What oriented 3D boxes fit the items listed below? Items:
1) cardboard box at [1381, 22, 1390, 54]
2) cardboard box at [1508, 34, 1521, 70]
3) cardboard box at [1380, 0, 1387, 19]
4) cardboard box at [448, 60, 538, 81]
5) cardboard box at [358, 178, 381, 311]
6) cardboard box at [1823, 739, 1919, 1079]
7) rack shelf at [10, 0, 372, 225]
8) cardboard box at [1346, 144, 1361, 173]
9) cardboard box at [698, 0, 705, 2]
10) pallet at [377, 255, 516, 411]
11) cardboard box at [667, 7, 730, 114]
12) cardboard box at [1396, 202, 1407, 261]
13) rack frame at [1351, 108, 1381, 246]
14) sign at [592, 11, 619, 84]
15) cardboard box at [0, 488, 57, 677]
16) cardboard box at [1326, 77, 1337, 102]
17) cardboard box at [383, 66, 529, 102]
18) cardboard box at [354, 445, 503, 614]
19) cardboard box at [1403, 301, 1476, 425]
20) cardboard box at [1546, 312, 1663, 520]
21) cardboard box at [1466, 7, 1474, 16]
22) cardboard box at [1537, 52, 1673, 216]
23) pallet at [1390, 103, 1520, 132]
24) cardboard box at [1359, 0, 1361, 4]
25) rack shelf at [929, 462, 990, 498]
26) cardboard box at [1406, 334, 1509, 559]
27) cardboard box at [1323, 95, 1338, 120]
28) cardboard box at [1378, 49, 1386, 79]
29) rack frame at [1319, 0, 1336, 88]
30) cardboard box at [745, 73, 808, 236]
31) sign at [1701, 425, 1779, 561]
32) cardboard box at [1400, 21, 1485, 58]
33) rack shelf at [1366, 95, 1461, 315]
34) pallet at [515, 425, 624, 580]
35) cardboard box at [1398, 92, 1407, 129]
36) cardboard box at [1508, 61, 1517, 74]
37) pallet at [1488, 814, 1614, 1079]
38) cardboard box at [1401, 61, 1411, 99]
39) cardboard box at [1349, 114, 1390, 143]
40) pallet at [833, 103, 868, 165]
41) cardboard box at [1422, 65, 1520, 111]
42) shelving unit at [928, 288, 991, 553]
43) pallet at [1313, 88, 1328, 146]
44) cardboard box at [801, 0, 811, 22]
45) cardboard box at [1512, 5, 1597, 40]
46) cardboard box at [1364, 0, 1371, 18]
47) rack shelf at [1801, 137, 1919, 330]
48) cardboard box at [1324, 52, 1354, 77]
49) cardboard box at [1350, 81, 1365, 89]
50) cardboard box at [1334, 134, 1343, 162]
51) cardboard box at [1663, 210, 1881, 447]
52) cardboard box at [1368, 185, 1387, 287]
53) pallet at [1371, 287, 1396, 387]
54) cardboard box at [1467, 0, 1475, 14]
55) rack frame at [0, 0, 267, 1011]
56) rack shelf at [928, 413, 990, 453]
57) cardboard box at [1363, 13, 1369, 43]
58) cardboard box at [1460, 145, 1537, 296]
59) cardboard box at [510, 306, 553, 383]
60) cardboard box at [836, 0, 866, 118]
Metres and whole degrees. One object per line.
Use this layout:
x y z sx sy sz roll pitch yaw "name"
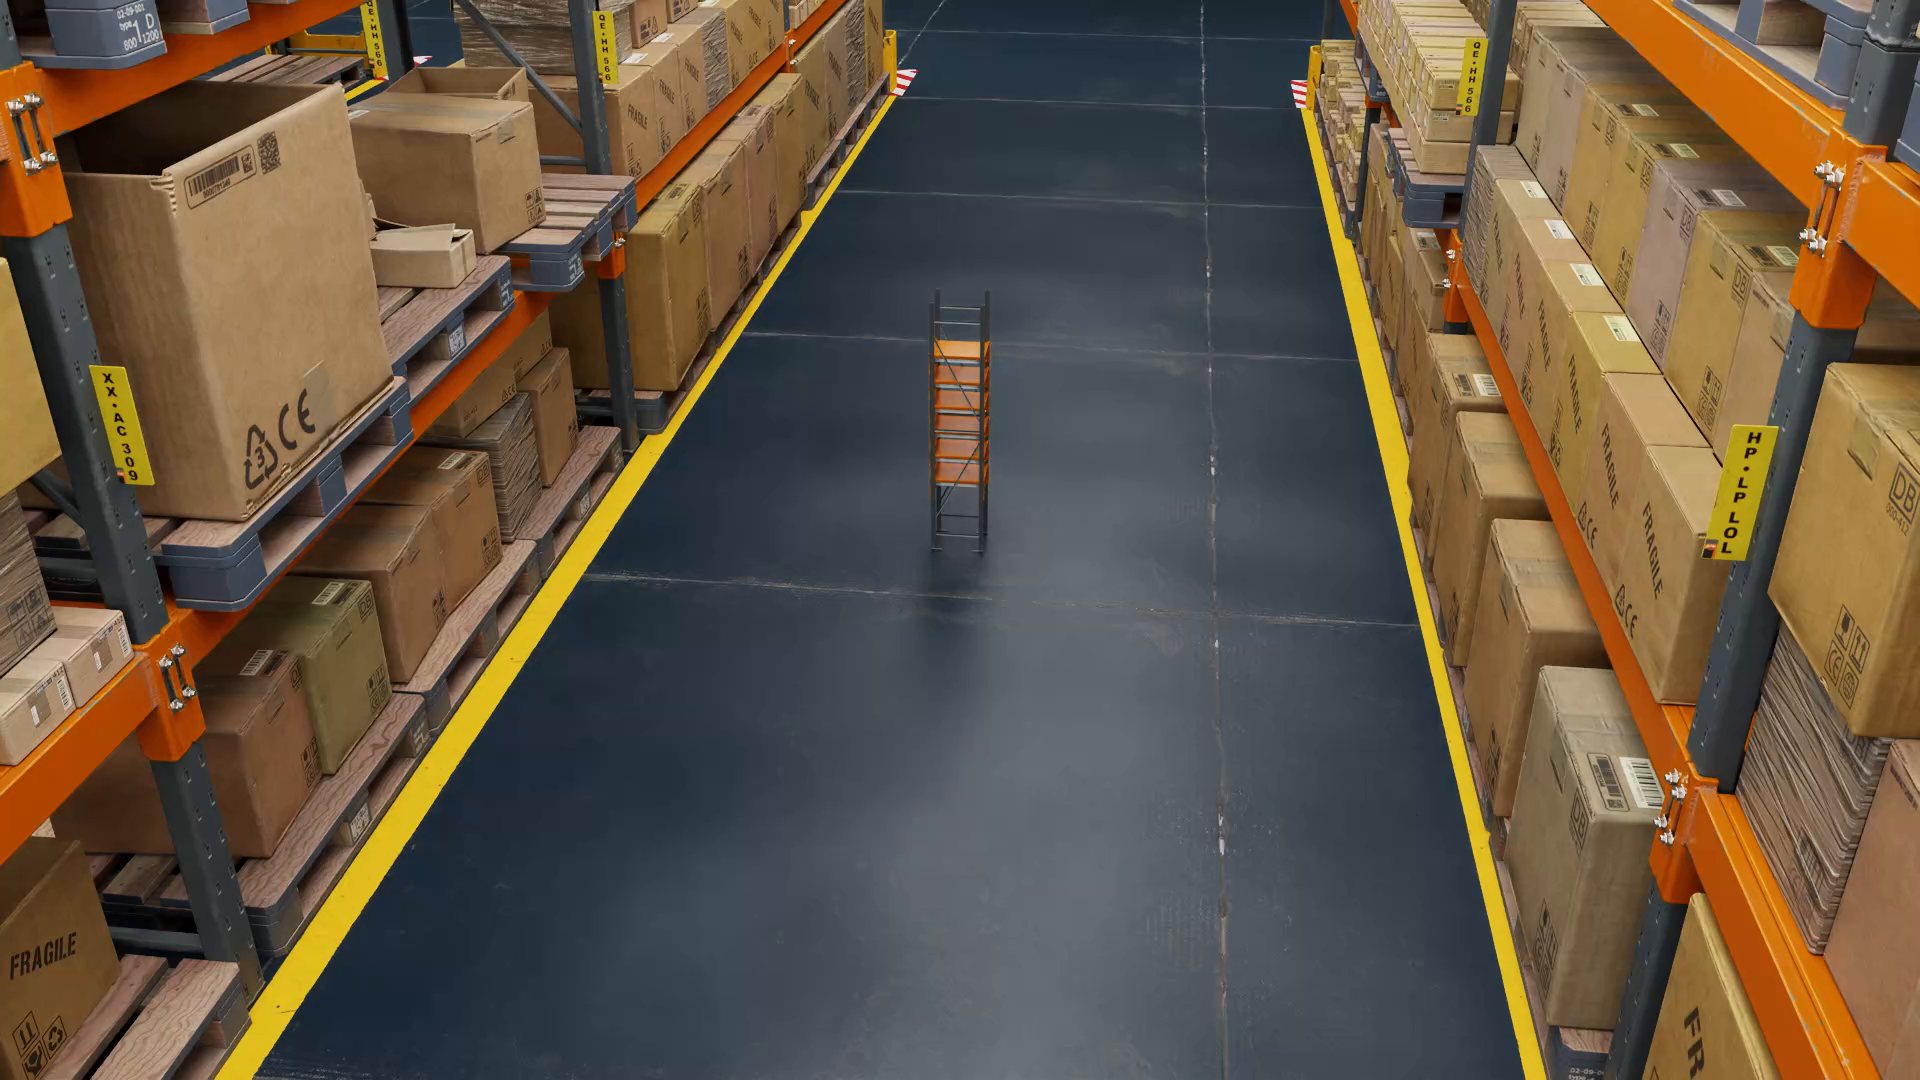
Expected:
2.567 -2.793 9.280 0.380 0.149 0.250 3 28 5 "cardboard box"
3.182 -2.636 8.989 0.380 0.149 0.250 4 29 8 "cardboard box"
2.597 -3.052 9.447 0.380 0.149 0.250 3 28 6 "cardboard box"
-2.358 -2.108 8.395 0.500 0.500 0.500 4 29 8 "cardboard box"
-2.542 -0.986 5.866 0.797 0.503 0.637 6 29 11 "cardboard box"
2.169 0.770 3.000 0.875 0.550 0.550 3 28 6 "cardboard box"
-2.418 -1.880 5.672 1.077 0.370 4.000 3 28 6 "rack shelf"
2.972 -2.720 11.886 0.380 0.149 0.250 2 28 4 "cardboard box"
-1.848 -3.562 10.037 0.797 0.503 0.637 4 29 7 "cardboard box"
-2.375 -0.799 6.272 1.003 0.211 1.213 3 28 6 "pallet"
-1.660 -2.794 9.668 0.500 0.500 0.500 3 29 6 "cardboard box"
2.690 -1.710 9.163 0.500 0.250 0.500 4 29 7 "cardboard box"
3.228 -3.364 10.832 1.000 3.000 0.127 3 28 6 "rack frame"
-1.633 -2.265 7.655 0.100 0.325 0.005 3 28 6 "sign"
-2.779 0.099 3.985 0.875 0.500 0.500 3 28 6 "cardboard box"
3.228 -3.716 13.734 0.380 0.149 0.250 4 29 8 "cardboard box"
-2.199 -1.790 7.361 0.500 0.500 0.500 0 28 0 "cardboard box"
-2.353 -0.065 6.879 0.700 0.500 0.500 6 29 10 "cardboard box"
2.559 -0.891 8.434 0.500 0.500 0.500 3 28 6 "cardboard box"
2.170 -0.380 5.186 0.500 0.500 0.500 4 29 7 "cardboard box"
3.376 -3.240 10.424 0.380 0.149 0.250 3 28 5 "cardboard box"
2.612 -1.517 6.243 0.700 0.500 0.500 3 28 5 "cardboard box"
2.940 -2.331 9.117 1.003 0.211 1.213 3 28 6 "pallet"
3.071 -4.028 11.645 0.500 0.500 0.500 3 28 5 "cardboard box"
-0.002 -0.271 7.588 0.258 0.103 0.180 3 28 6 "rack shelf"
2.574 -0.395 7.249 1.050 0.750 0.750 3 28 6 "cardboard box"
3.221 -3.590 13.814 0.380 0.149 0.250 4 29 7 "cardboard box"
2.568 -2.665 9.356 0.380 0.149 0.250 3 28 5 "cardboard box"
3.718 -5.247 14.327 1.000 3.000 0.127 3 28 6 "rack frame"
-1.741 -2.647 11.299 1.225 0.875 0.875 3 29 6 "cardboard box"
1.708 -0.100 3.637 0.100 0.325 0.005 3 28 6 "sign"
2.472 -2.555 8.526 0.380 0.149 0.250 3 28 6 "cardboard box"
2.983 -2.106 9.255 1.077 0.370 4.000 3 28 6 "rack shelf"
-2.270 -0.222 7.939 1.003 0.211 1.213 3 28 6 "pallet"
2.439 -2.170 8.437 0.380 0.149 0.250 3 28 6 "cardboard box"
3.186 -2.501 9.052 0.380 0.149 0.250 2 28 5 "cardboard box"
2.267 1.261 5.186 1.003 0.211 1.213 3 28 6 "pallet"
2.438 -2.313 8.390 0.380 0.149 0.250 3 29 6 "cardboard box"
3.028 -2.979 12.052 0.380 0.149 0.250 3 28 6 "cardboard box"
-1.365 -3.402 13.842 1.003 0.211 1.213 3 28 6 "pallet"
2.343 -2.075 7.634 0.380 0.149 0.250 2 28 4 "cardboard box"
-0.002 -0.521 7.453 0.258 1.200 0.189 3 28 6 "shelving unit"
3.574 -3.603 14.216 1.003 0.211 1.213 3 28 6 "pallet"
-1.284 -3.833 11.967 0.380 0.149 0.250 2 28 5 "cardboard box"
3.180 -2.760 8.905 0.380 0.149 0.250 3 28 5 "cardboard box"
2.693 -3.289 10.200 0.380 0.149 0.250 3 28 5 "cardboard box"
2.002 0.339 1.554 1.077 0.370 4.000 3 28 6 "rack shelf"
3.244 -3.964 13.881 0.380 0.149 0.250 3 28 6 "cardboard box"
3.239 -3.468 12.960 0.380 0.149 0.250 3 29 6 "cardboard box"
3.064 -2.986 12.693 0.380 0.149 0.250 3 28 6 "cardboard box"
2.364 -0.559 4.466 0.700 0.500 0.500 3 28 5 "cardboard box"
2.811 -1.867 10.246 0.500 0.500 0.500 5 29 8 "cardboard box"
2.987 -1.194 9.744 1.003 0.211 1.213 3 28 6 "pallet"
3.375 -3.371 10.353 0.380 0.149 0.250 4 29 8 "cardboard box"
-2.663 0.066 4.466 1.000 3.000 0.127 3 28 6 "rack frame"
-0.002 -0.482 7.474 0.258 0.103 0.180 3 28 6 "rack shelf"
2.695 -3.149 10.255 0.380 0.149 0.250 4 29 7 "cardboard box"
2.415 -1.330 6.950 0.500 0.500 0.500 4 29 7 "cardboard box"
-2.225 -0.924 7.683 0.500 0.250 0.500 4 29 8 "cardboard box"
-1.303 -4.098 13.992 0.875 0.875 0.875 3 28 6 "cardboard box"
